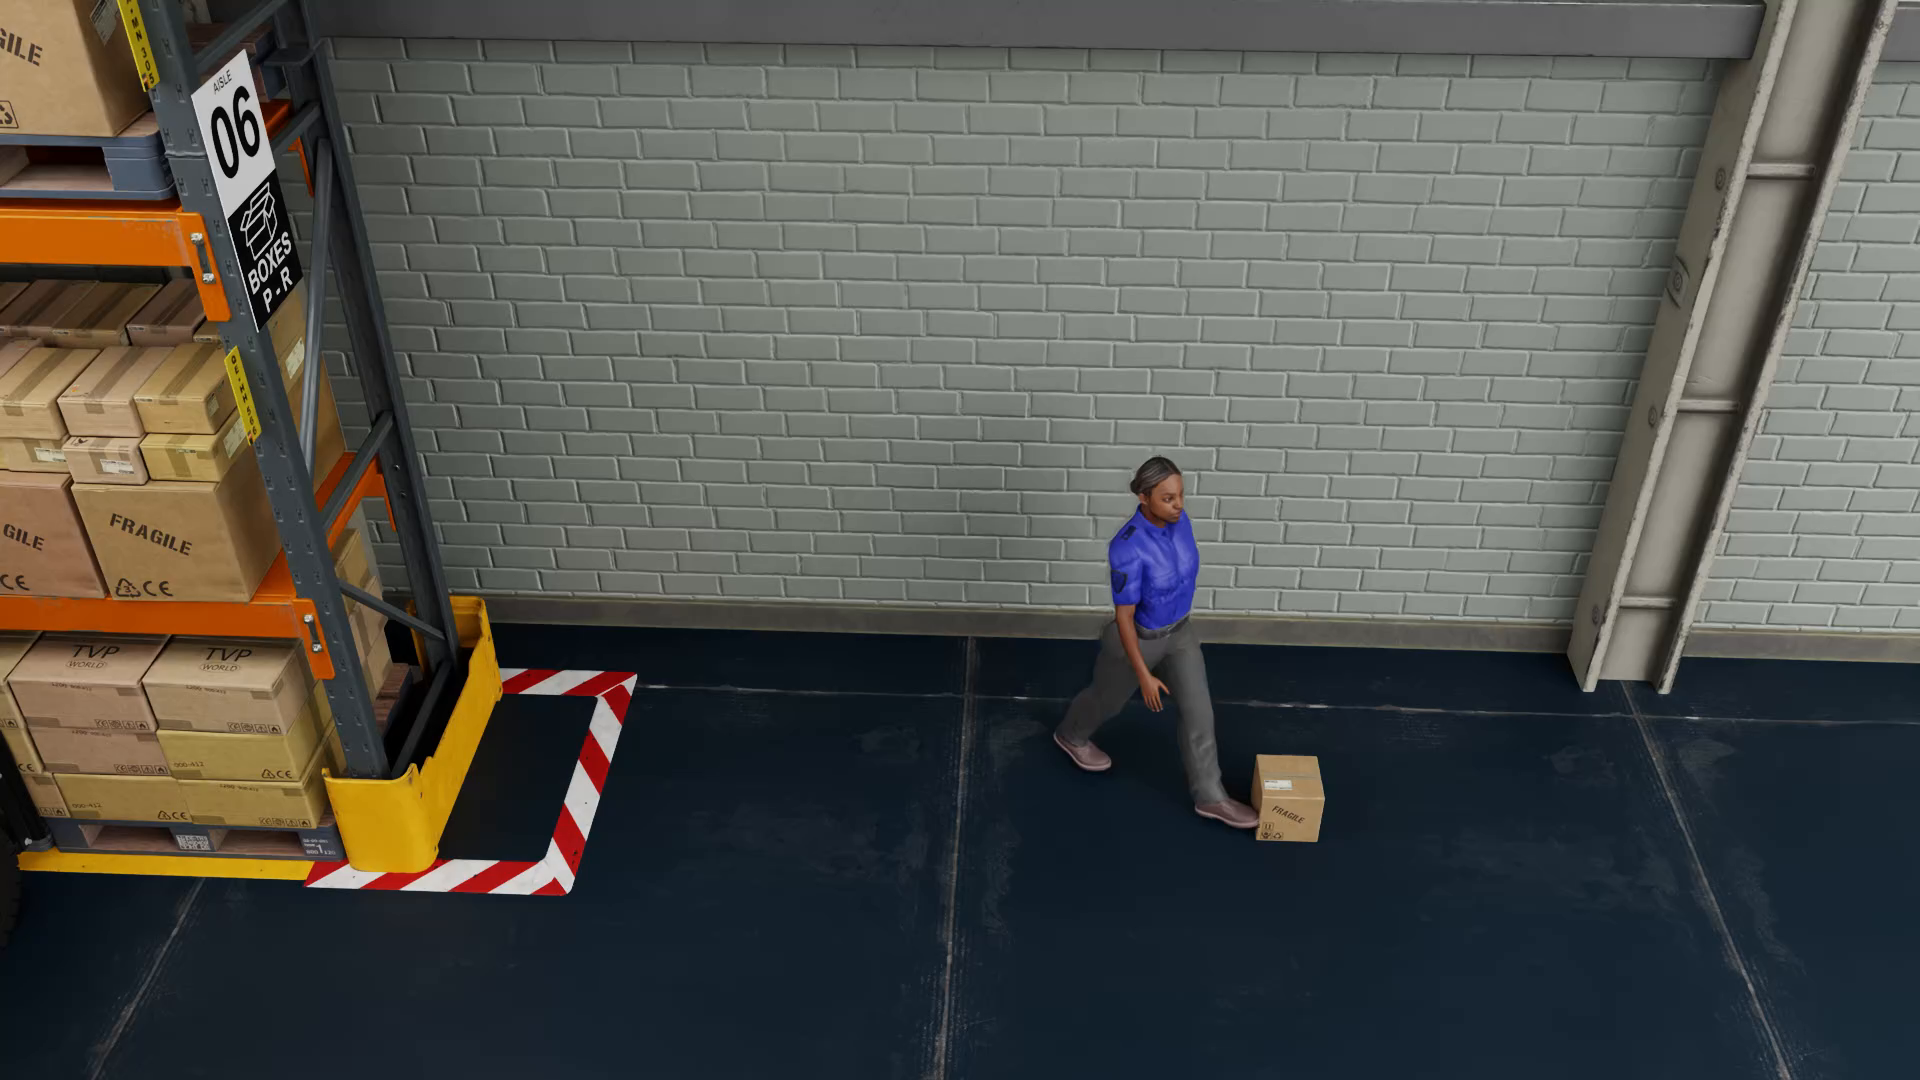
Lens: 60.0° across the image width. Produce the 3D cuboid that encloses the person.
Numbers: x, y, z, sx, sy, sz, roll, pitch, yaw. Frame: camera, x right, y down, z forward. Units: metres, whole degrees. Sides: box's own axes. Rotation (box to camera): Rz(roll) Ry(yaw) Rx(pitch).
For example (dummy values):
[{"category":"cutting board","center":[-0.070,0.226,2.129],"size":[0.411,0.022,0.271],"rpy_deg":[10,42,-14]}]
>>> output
[{"category":"person","center":[0.795,0.413,6.551],"size":[0.478,1.605,0.958],"rpy_deg":[-28,44,-33]}]
